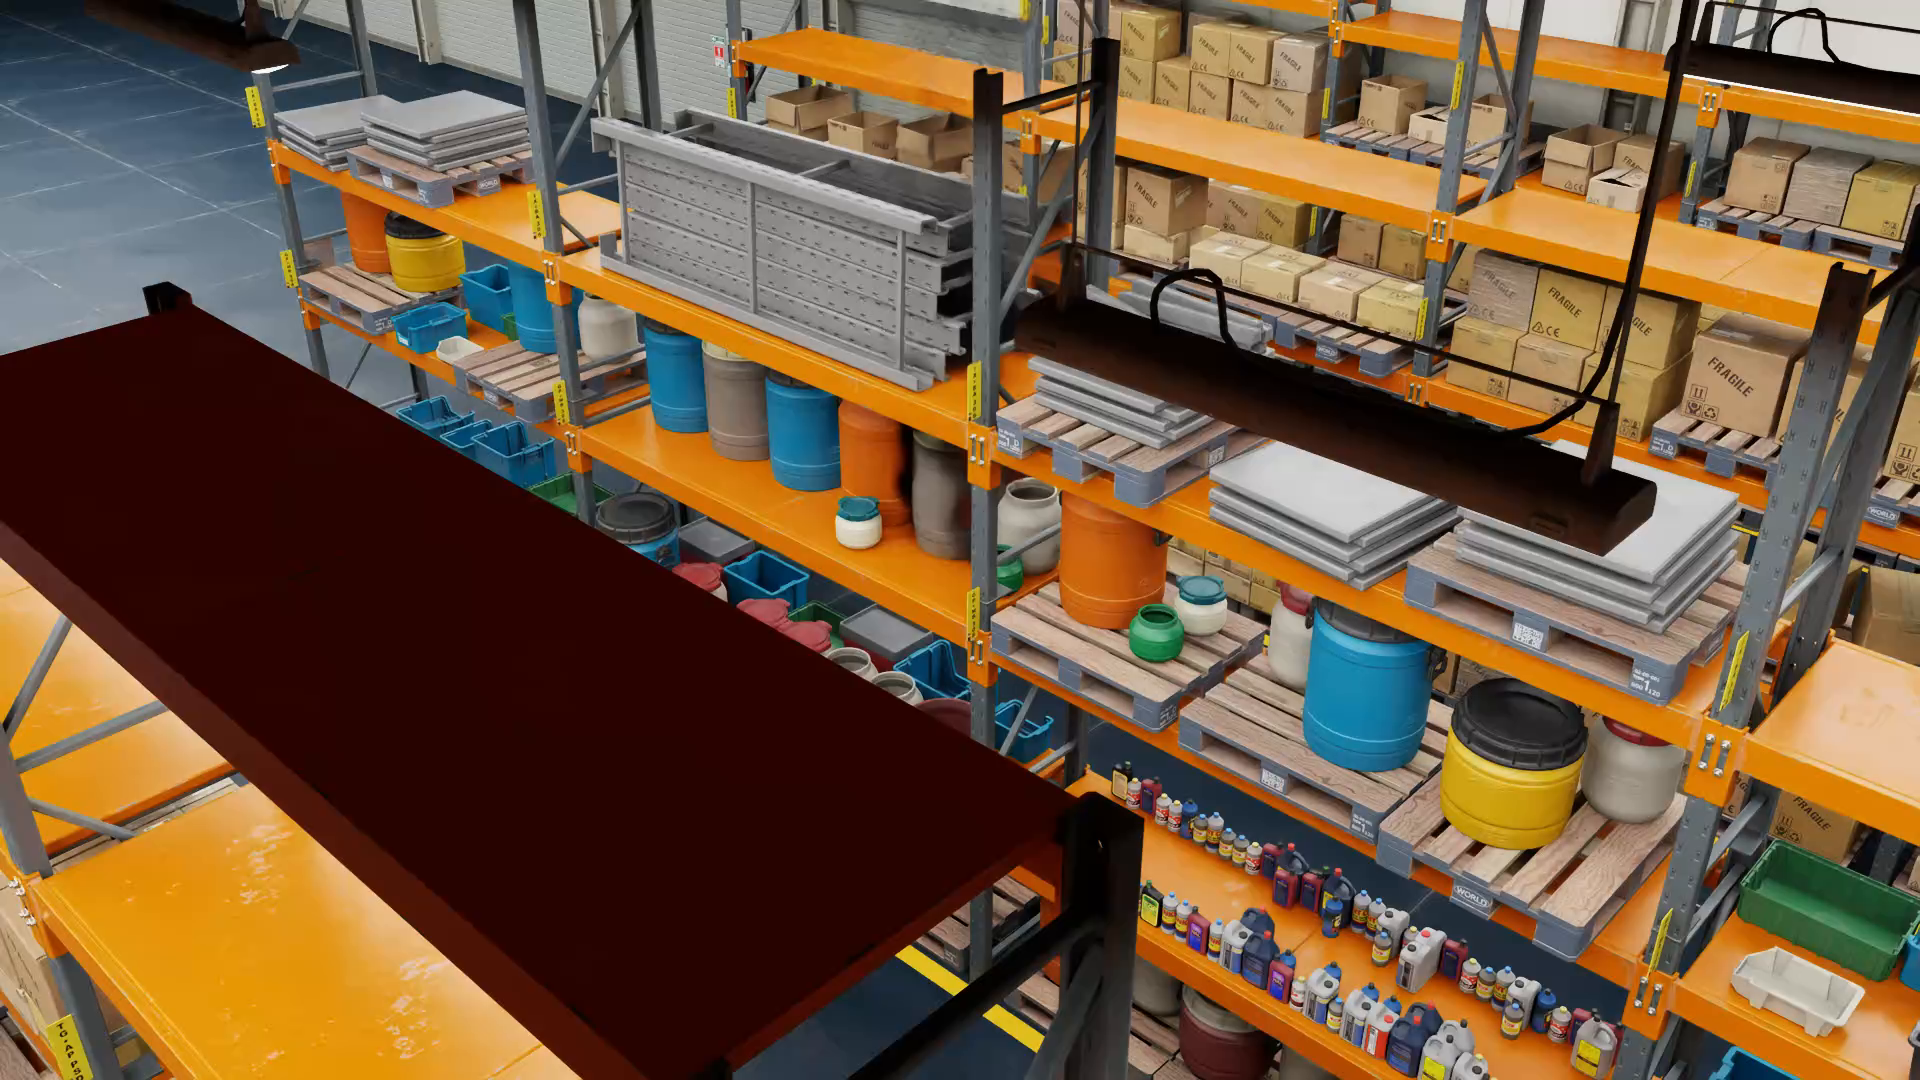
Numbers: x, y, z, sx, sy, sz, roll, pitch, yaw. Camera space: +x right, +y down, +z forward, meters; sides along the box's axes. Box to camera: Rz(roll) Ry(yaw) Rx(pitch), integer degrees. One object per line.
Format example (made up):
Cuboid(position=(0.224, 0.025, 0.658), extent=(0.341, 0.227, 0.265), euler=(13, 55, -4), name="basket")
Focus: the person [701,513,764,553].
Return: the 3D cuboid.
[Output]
Cuboid(position=(-2.077, -0.427, 15.197), extent=(0.734, 1.766, 0.680), euler=(18, 34, 29), name="person")
